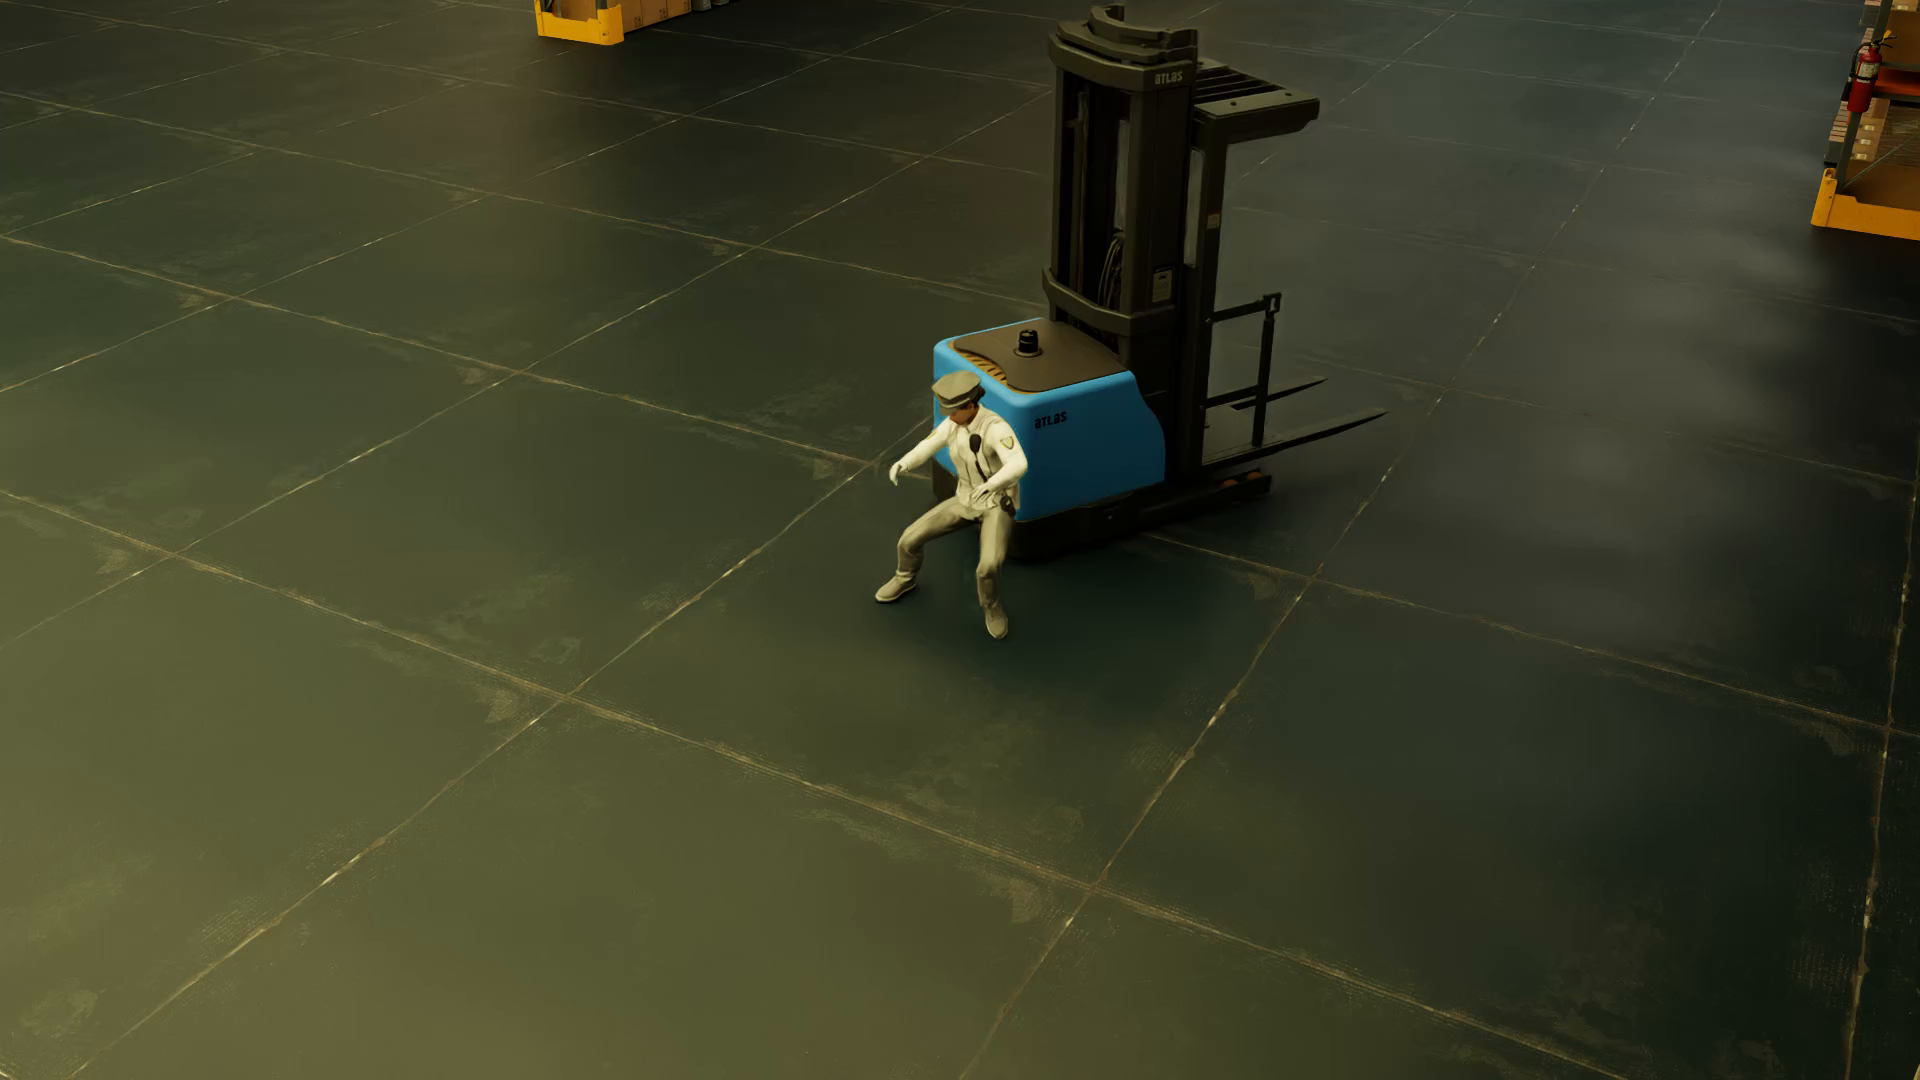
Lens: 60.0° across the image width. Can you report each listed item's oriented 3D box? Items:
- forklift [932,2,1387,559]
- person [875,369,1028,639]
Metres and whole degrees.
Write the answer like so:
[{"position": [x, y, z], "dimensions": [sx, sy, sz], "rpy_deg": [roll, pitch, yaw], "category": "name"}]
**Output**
[{"position": [1.361, -1.691, 10.001], "dimensions": [3.031, 2.935, 1.130], "rpy_deg": [-16, 34, -26], "category": "forklift"}, {"position": [-0.038, -0.188, 8.899], "dimensions": [0.721, 1.415, 0.921], "rpy_deg": [-25, 38, -36], "category": "person"}]
